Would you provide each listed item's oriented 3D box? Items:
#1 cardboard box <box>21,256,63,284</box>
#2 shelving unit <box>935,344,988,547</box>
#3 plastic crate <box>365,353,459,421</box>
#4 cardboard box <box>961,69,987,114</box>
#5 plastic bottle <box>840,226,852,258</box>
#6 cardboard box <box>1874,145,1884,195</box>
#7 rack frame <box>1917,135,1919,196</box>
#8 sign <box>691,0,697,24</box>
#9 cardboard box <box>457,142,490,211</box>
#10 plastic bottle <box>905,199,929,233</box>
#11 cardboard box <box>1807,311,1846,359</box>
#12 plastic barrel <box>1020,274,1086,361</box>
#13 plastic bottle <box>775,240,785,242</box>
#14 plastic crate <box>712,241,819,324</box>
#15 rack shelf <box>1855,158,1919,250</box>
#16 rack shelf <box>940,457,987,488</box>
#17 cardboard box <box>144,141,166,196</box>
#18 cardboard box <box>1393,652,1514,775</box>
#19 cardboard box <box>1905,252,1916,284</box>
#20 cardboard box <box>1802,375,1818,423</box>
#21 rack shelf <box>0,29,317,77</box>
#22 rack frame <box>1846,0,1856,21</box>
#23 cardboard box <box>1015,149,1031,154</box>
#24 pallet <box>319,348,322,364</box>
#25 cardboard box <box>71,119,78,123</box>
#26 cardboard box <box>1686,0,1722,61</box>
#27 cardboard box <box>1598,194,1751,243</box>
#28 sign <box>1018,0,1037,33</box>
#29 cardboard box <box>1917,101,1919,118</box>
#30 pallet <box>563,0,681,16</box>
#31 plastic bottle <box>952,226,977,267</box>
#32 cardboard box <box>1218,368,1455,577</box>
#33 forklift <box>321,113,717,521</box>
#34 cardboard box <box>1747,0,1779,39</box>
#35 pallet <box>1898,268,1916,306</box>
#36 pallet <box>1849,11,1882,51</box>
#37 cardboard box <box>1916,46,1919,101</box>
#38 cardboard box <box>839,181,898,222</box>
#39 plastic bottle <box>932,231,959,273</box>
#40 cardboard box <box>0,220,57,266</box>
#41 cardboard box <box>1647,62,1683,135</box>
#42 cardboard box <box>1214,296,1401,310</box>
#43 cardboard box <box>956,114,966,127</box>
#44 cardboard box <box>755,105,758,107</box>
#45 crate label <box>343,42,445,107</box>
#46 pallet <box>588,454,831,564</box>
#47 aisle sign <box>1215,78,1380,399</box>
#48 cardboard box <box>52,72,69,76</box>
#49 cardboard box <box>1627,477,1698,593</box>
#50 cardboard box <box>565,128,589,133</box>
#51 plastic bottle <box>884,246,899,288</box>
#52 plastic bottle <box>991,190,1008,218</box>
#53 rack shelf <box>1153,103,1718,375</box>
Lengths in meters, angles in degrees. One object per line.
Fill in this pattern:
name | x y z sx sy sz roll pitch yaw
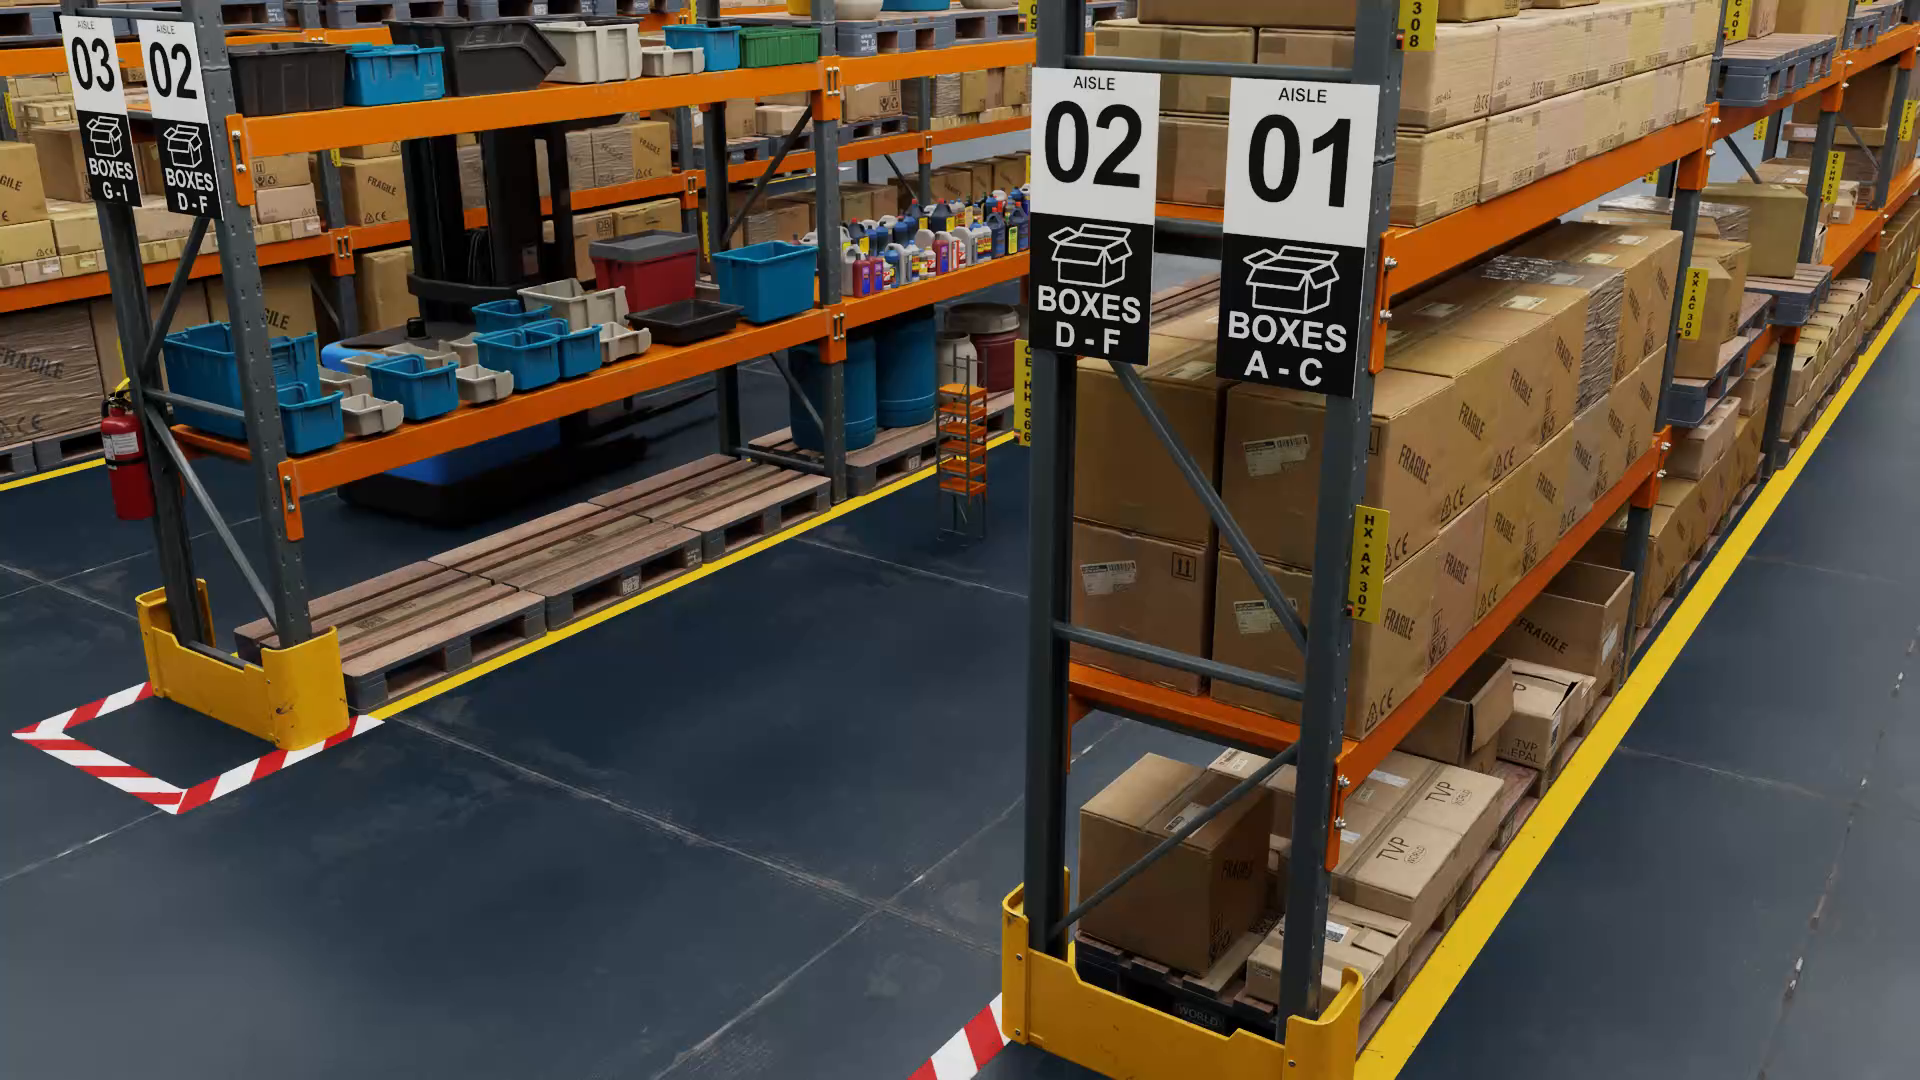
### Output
cardboard box | -6.343 -1.855 11.318 0.380 0.149 0.250 13 24 31
shelving unit | 0.008 -0.567 10.068 0.258 1.200 0.189 13 24 32
plastic crate | -2.659 -0.745 8.110 0.416 0.233 0.300 13 24 32
cardboard box | -0.177 -5.449 20.099 0.875 0.500 0.500 13 24 32
plastic bottle | -0.826 -2.024 11.483 0.144 0.351 0.185 13 24 32
cardboard box | 7.935 -3.404 14.999 0.700 0.500 0.500 13 24 31
rack frame | 9.648 -4.223 17.359 1.000 3.000 0.127 13 24 32
sign | -1.646 -3.266 10.435 0.100 0.325 0.005 13 24 32
cardboard box | -4.259 -3.131 14.263 0.500 0.500 0.500 13 24 31
plastic bottle | -0.326 -2.368 12.414 0.144 0.351 0.185 13 24 32
cardboard box | 6.554 -1.637 12.917 0.500 0.311 0.500 13 24 31
plastic barrel | 0.796 -1.931 13.683 0.600 0.830 0.708 13 24 32
plastic bottle | -1.238 -1.865 11.163 0.152 0.276 0.135 13 24 32
plastic crate | -1.172 -1.568 10.116 0.392 0.384 0.575 13 24 32
rack shelf | 8.524 -3.312 15.932 1.077 0.370 4.000 13 24 32
rack shelf | 0.008 -0.413 10.125 0.258 0.103 0.180 13 24 32
cardboard box | -5.610 -2.807 12.237 0.500 0.500 0.500 14 24 32
cardboard box | 1.851 0.724 6.948 0.797 0.503 0.637 13 24 32
cardboard box | 9.320 -2.773 16.797 0.500 0.250 0.500 13 24 32
cardboard box | 5.970 -1.073 12.200 0.500 0.250 0.500 13 24 30
rack shelf | -6.412 -3.209 11.330 1.077 0.370 4.000 13 24 32
rack frame | 5.151 -4.742 10.113 1.000 3.000 0.127 13 24 32
cardboard box | 1.093 -5.005 22.470 0.500 0.500 0.500 19 28 42
pallet | -4.917 -1.642 14.399 1.003 0.211 1.213 13 24 32
cardboard box | -8.587 -4.026 16.154 0.380 0.149 0.250 13 24 31
cardboard box | 2.854 -2.159 6.949 0.500 0.250 0.500 13 24 32
cardboard box | 4.218 -1.744 9.907 0.500 0.500 0.700 -19 28 -41
sign | 0.206 -1.569 4.582 0.100 0.325 0.005 13 24 32
cardboard box | 9.158 -4.207 16.236 0.380 0.149 0.250 14 24 33
pallet | -3.358 -4.984 15.364 1.213 0.211 1.003 15 25 34
plastic bottle | 0.034 -2.080 11.743 0.152 0.276 0.135 13 24 32
cardboard box | 1.122 -0.224 4.963 0.500 0.500 0.500 14 25 33
forklift | -2.891 -1.955 11.327 1.130 2.935 3.031 11 23 28
cardboard box | 3.994 -2.991 8.811 0.600 0.600 0.600 12 24 30
pallet | 9.253 -2.688 17.227 1.003 0.211 1.213 13 24 32
pallet | 5.459 -3.458 11.239 1.213 0.211 1.003 15 25 34
cardboard box | 9.055 -4.580 16.309 0.700 0.500 0.500 13 24 30
cardboard box | -1.154 -3.871 19.374 0.700 0.500 0.500 11 23 28
plastic bottle | -0.096 -2.013 11.563 0.152 0.276 0.135 13 24 32
cardboard box | -6.471 -2.014 11.173 0.500 0.250 0.500 12 24 30
cardboard box | 2.560 -1.784 6.657 0.500 0.250 0.500 13 24 32
cardboard box | 1.248 -0.625 6.045 0.500 0.500 0.500 14 25 33
cardboard box | -0.152 -5.040 19.929 0.380 0.149 0.250 13 24 32
cardboard box | -2.325 -4.526 17.766 0.396 0.266 0.258 12 24 30
crate label | -2.654 -2.139 7.613 0.408 0.251 0.502 13 24 32
pallet | -1.573 -0.221 10.558 1.003 0.211 1.213 13 24 32
aisle sign | 0.859 -0.775 4.289 0.394 0.787 0.004 13 24 32
cardboard box | -11.310 -6.110 20.874 0.500 0.500 0.500 13 24 30
cardboard box | 3.667 -0.061 9.075 0.500 0.500 0.500 14 24 33
cardboard box | -3.833 -3.985 15.125 0.797 0.503 0.637 14 24 33
plastic bottle | -0.453 -1.812 11.025 0.097 0.271 0.097 0 20 0
plastic bottle | 0.286 -2.643 13.265 0.152 0.276 0.135 13 24 32
rack shelf | 1.778 -1.276 6.104 1.077 0.370 4.000 13 24 32
